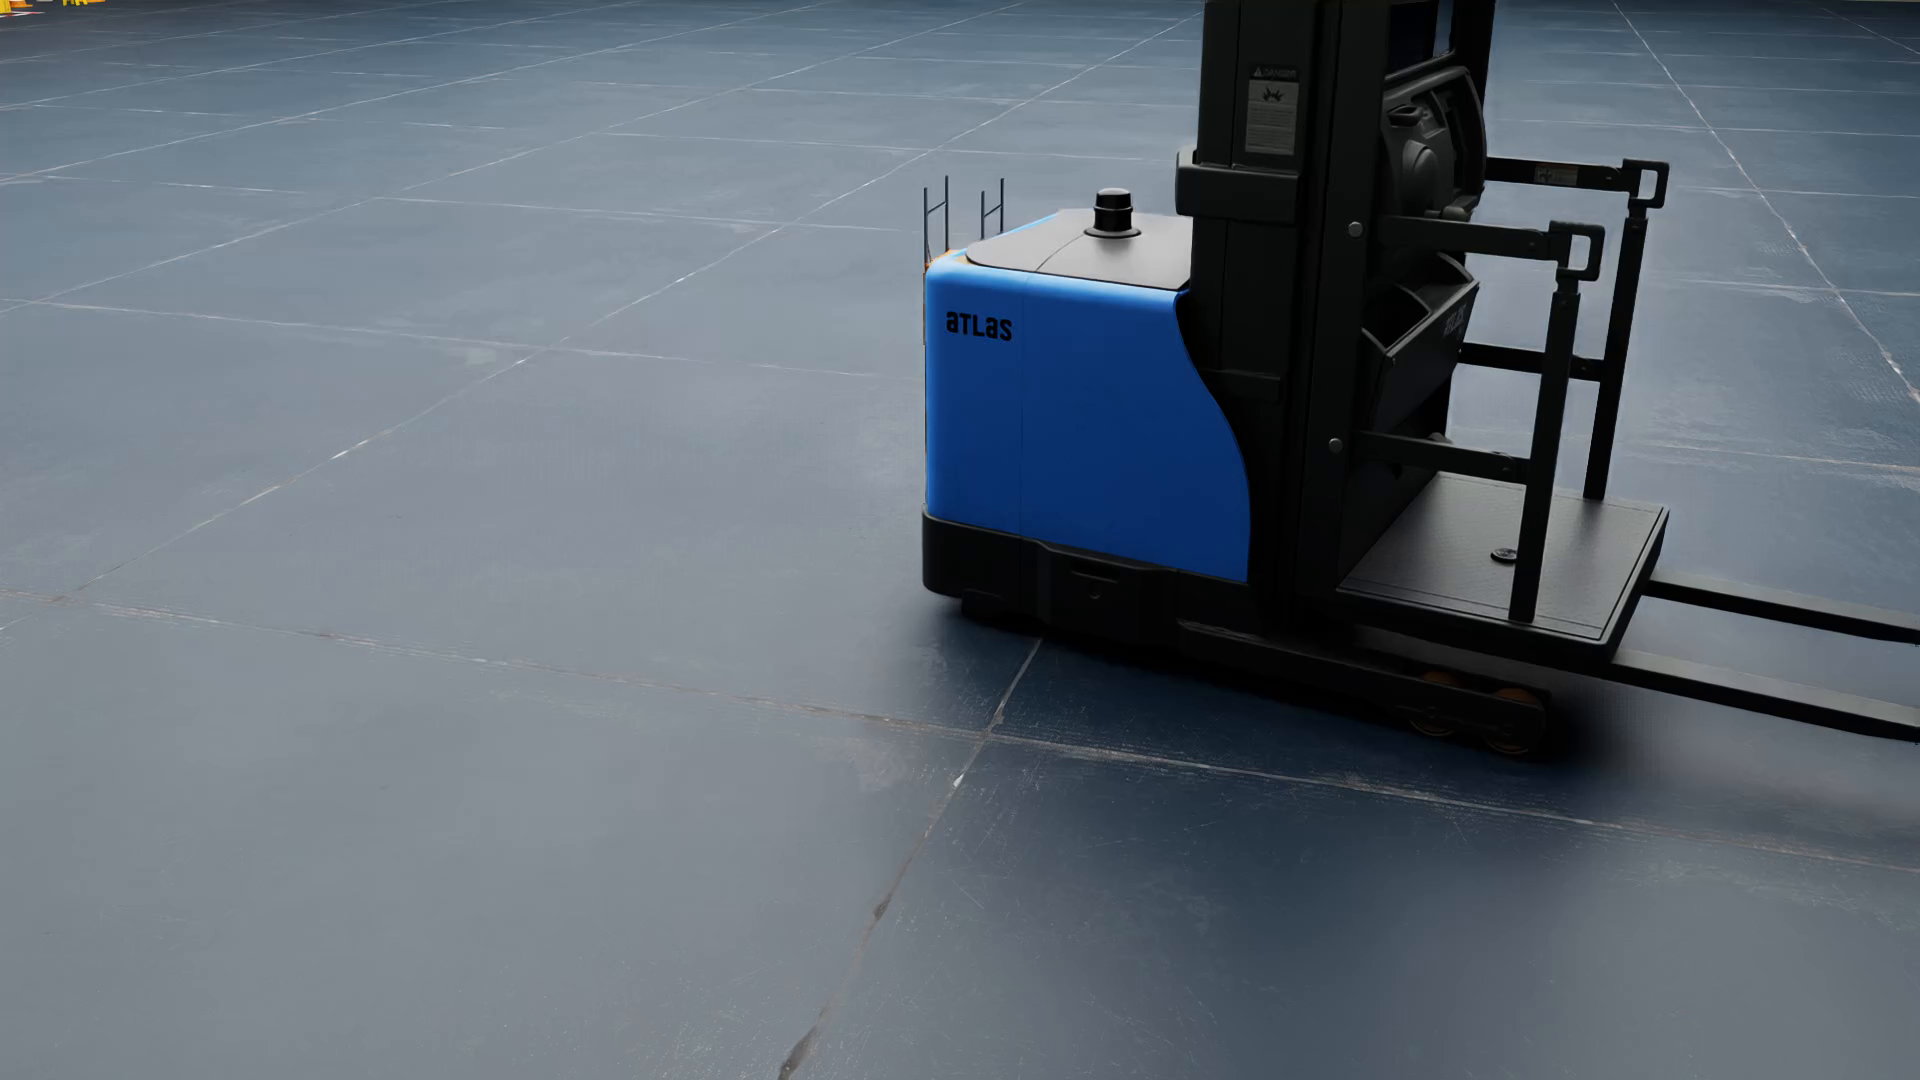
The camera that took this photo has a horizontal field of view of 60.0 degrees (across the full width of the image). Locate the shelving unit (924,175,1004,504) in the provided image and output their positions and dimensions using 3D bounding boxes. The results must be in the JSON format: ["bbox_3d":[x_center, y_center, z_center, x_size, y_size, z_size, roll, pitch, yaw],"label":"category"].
[{"bbox_3d":[0.014,-0.554,5.389,0.189,1.200,0.258,7,23,16],"label":"shelving unit"}]

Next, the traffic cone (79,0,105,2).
[{"bbox_3d":[-13.951,-8.860,26.611,0.334,0.463,0.336,7,23,16],"label":"traffic cone"}]

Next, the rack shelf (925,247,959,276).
[{"bbox_3d":[0.014,-0.845,5.270,0.180,0.103,0.258,7,23,16],"label":"rack shelf"}]

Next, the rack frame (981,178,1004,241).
[{"bbox_3d":[0.101,-0.544,5.365,0.006,1.200,0.240,7,23,16],"label":"rack frame"}]

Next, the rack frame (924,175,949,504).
[{"bbox_3d":[-0.074,-0.564,5.414,0.006,1.200,0.240,7,23,16],"label":"rack frame"}]

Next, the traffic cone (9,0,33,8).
[{"bbox_3d":[-14.603,-8.487,25.701,0.334,0.463,0.336,7,23,16],"label":"traffic cone"}]

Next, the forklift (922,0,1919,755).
[{"bbox_3d":[1.423,-1.035,4.282,3.031,2.935,1.130,12,25,27],"label":"forklift"}]

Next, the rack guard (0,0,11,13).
[{"bbox_3d":[-14.482,-7.927,24.288,0.348,0.500,1.175,7,23,16],"label":"rack guard"}]

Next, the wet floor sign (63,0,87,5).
[{"bbox_3d":[-13.905,-8.713,26.013,0.232,0.644,0.267,3,22,6],"label":"wet floor sign"}]
